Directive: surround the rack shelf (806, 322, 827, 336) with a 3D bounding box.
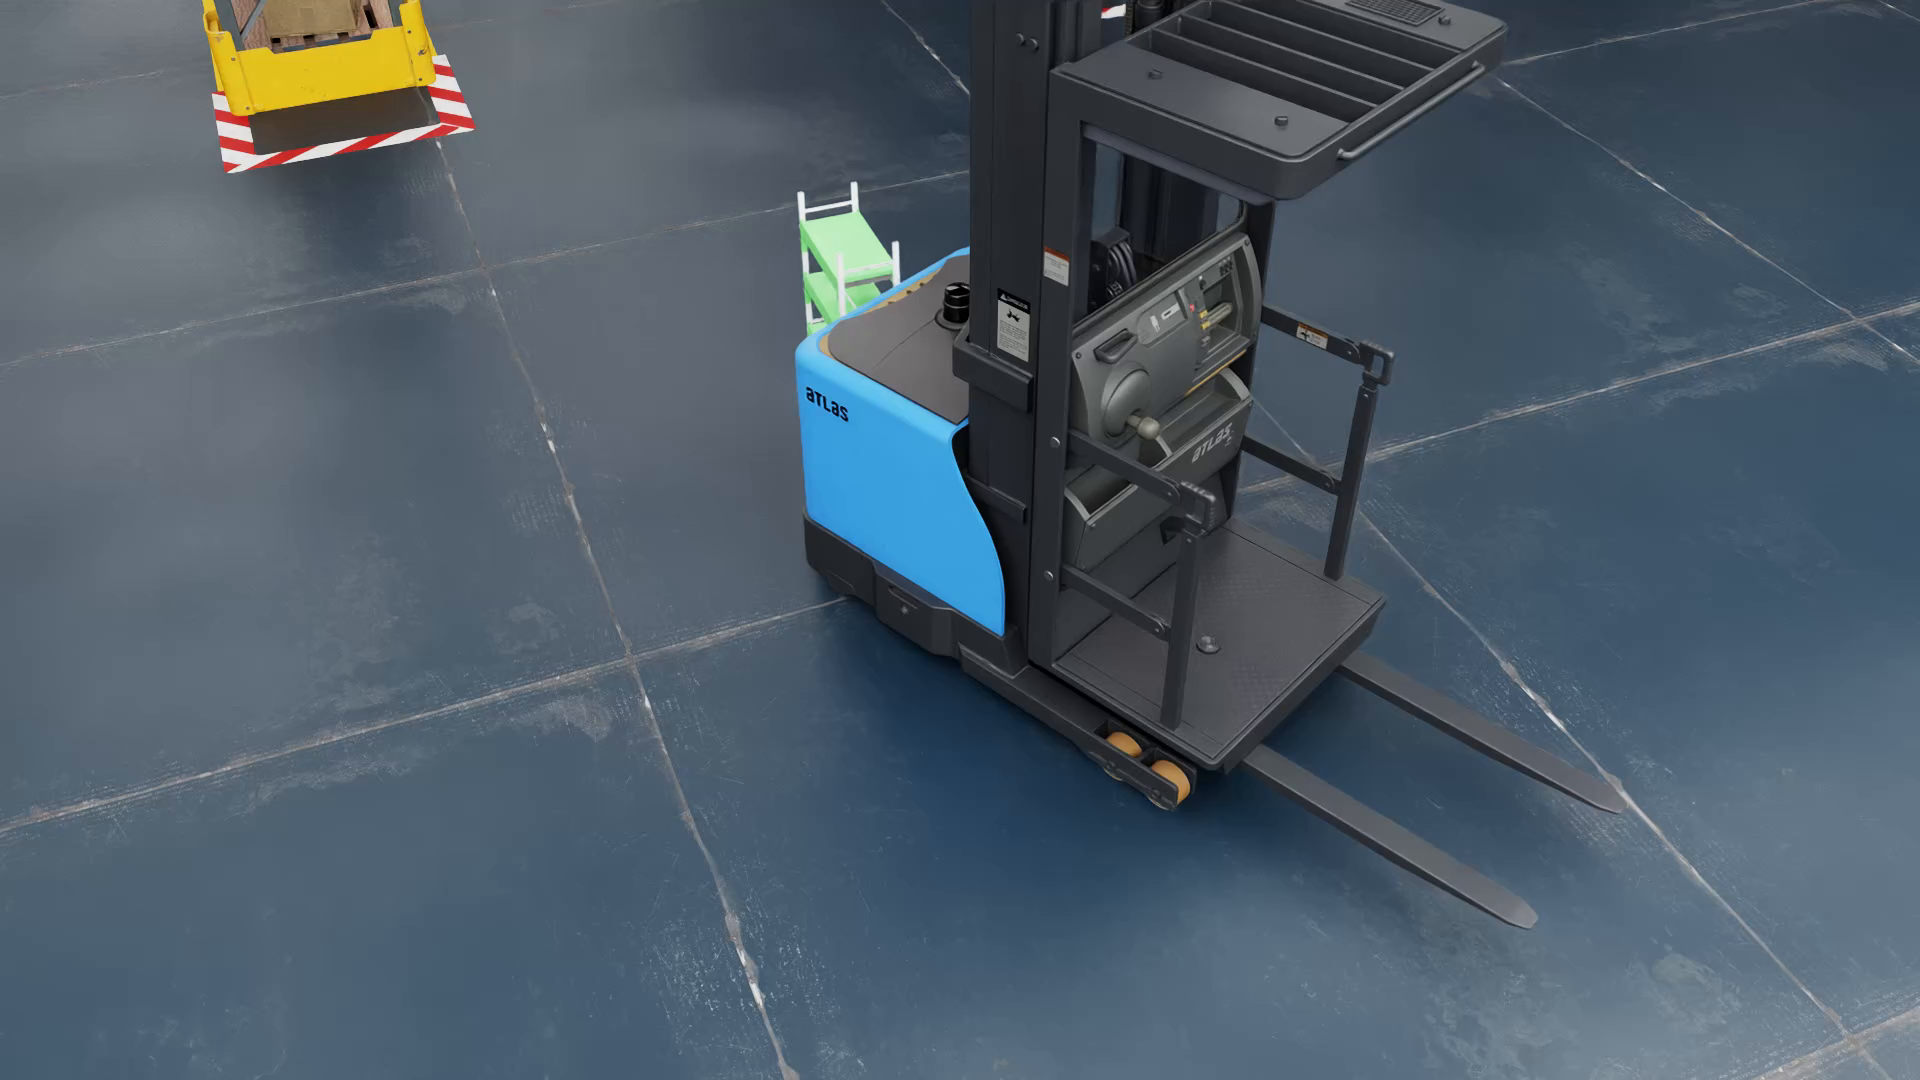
[{"bbox_3d":[-0.431,-0.728,6.774,0.258,0.148,0.480,-14,43,-16],"label":"rack shelf"}]

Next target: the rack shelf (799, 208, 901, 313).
[{"bbox_3d":[-0.431,-1.092,6.461,0.258,0.148,0.480,-14,43,-16],"label":"rack shelf"}]

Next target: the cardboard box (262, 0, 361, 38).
[{"bbox_3d":[-3.913,-3.365,9.958,0.500,0.500,0.500,-8,41,-9],"label":"cardboard box"}]

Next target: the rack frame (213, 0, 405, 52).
[{"bbox_3d":[-3.690,-3.773,8.837,1.000,3.000,0.127,-15,43,-17],"label":"rack frame"}]

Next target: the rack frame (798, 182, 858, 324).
[{"bbox_3d":[-0.519,-0.924,6.905,0.240,1.200,0.015,-14,43,-16],"label":"rack frame"}]

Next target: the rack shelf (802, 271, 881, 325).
[{"bbox_3d":[-0.431,-0.910,6.618,0.258,0.148,0.480,-14,43,-16],"label":"rack shelf"}]

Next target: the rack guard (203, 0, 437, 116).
[{"bbox_3d":[-3.719,-2.871,9.706,1.175,0.500,0.348,-15,43,-17],"label":"rack guard"}]

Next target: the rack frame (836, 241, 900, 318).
[{"bbox_3d":[-0.343,-0.628,6.560,0.240,1.200,0.015,-14,43,-16],"label":"rack frame"}]

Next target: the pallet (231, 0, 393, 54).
[{"bbox_3d":[-3.997,-3.260,10.379,1.003,0.211,1.213,-15,43,-17],"label":"pallet"}]

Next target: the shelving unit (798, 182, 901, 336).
[{"bbox_3d":[-0.431,-0.776,6.732,0.258,1.200,0.503,-14,43,-16],"label":"shelving unit"}]

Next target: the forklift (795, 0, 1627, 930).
[{"bbox_3d":[0.826,-0.584,5.181,3.031,2.935,1.130,30,49,30],"label":"forklift"}]
